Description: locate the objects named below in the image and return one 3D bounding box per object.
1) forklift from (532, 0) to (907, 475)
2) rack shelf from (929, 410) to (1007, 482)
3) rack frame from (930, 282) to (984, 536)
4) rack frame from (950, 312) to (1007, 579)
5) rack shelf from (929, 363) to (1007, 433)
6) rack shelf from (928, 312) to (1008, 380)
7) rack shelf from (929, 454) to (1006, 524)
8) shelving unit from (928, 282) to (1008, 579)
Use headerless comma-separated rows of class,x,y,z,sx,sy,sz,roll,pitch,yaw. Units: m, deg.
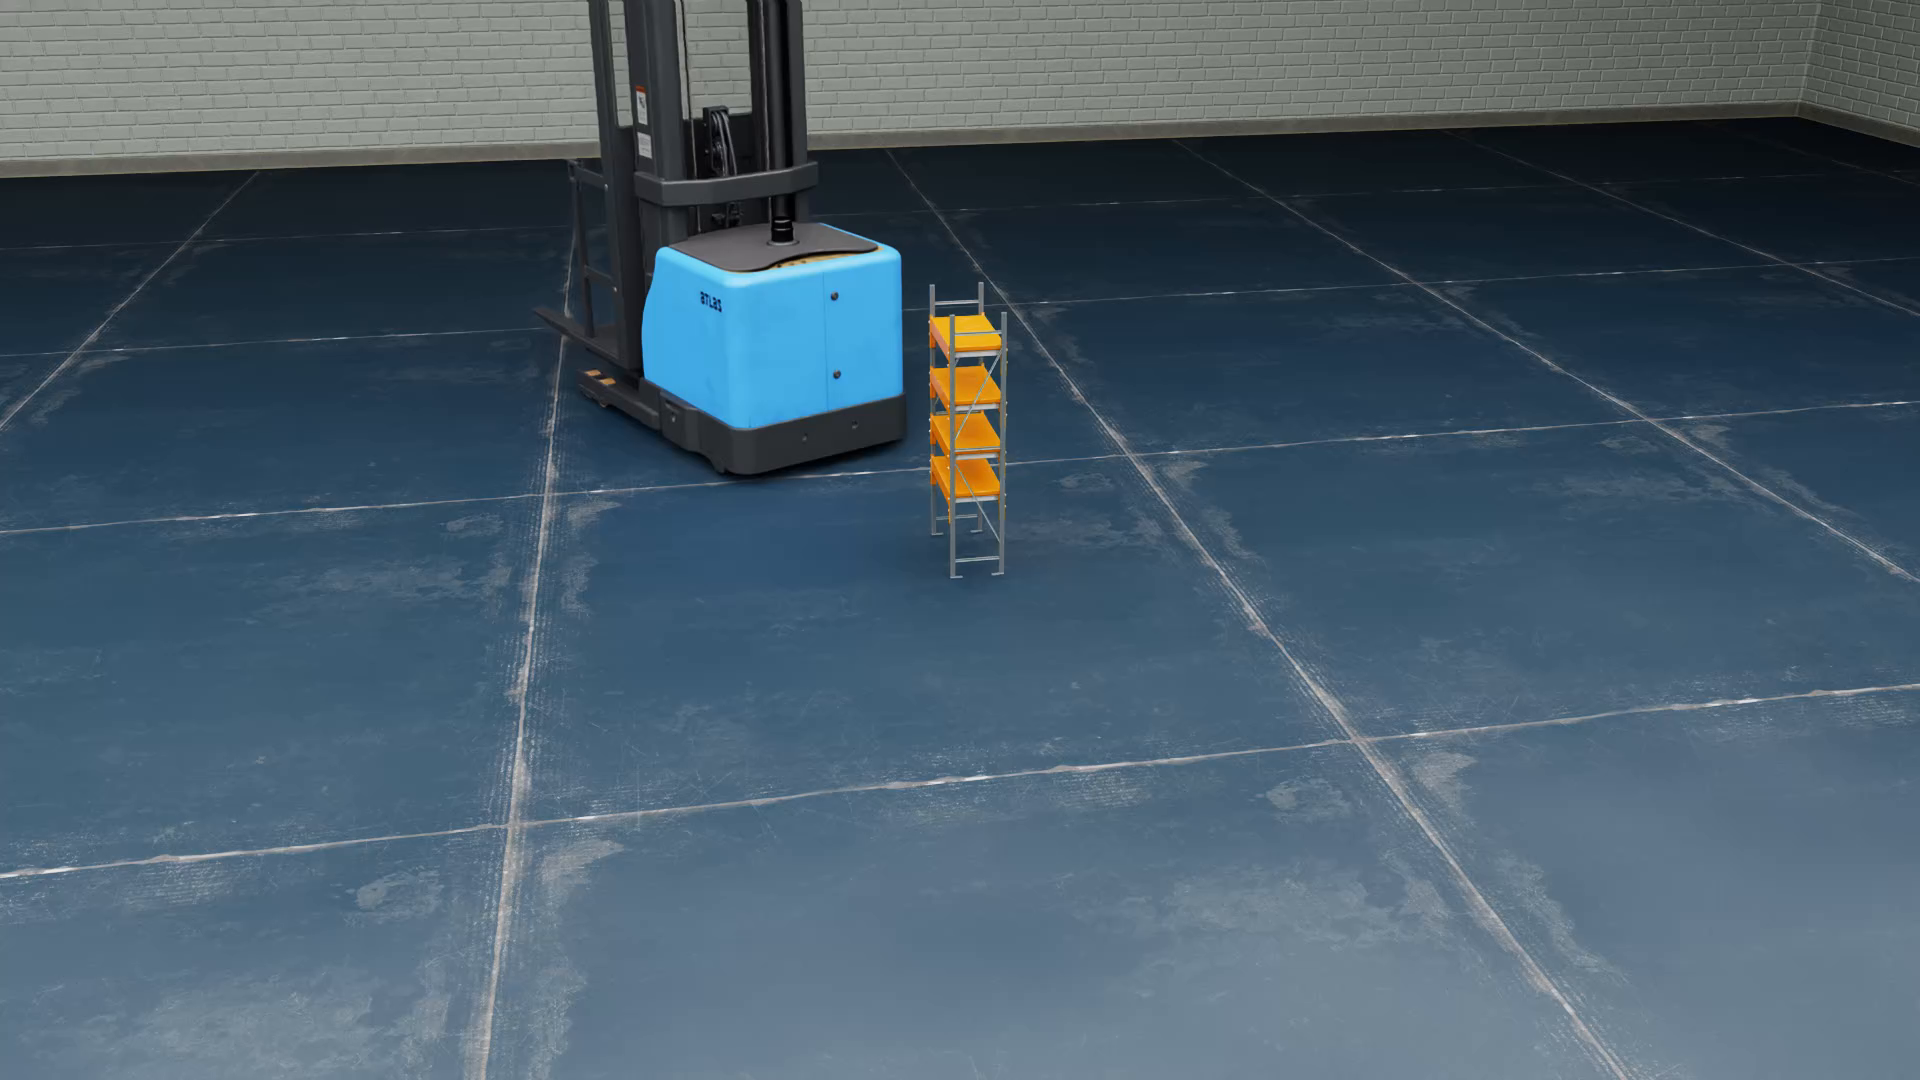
forklift,-1.557,-2.200,9.125,1.130,2.935,3.031,-16,28,-33
rack shelf,0.031,-0.423,7.388,0.258,0.148,0.480,-4,24,-10
rack frame,-0.014,-0.581,7.581,0.240,1.200,0.015,-4,24,-10
rack frame,0.076,-0.389,7.141,0.240,1.200,0.015,-4,24,-10
rack shelf,0.031,-0.628,7.298,0.258,0.148,0.480,-4,24,-10
rack shelf,0.031,-0.845,7.204,0.258,0.148,0.480,-4,24,-10
rack shelf,0.031,-0.241,7.467,0.258,0.148,0.480,-4,24,-10
shelving unit,0.031,-0.485,7.361,0.258,1.200,0.503,-4,24,-10
